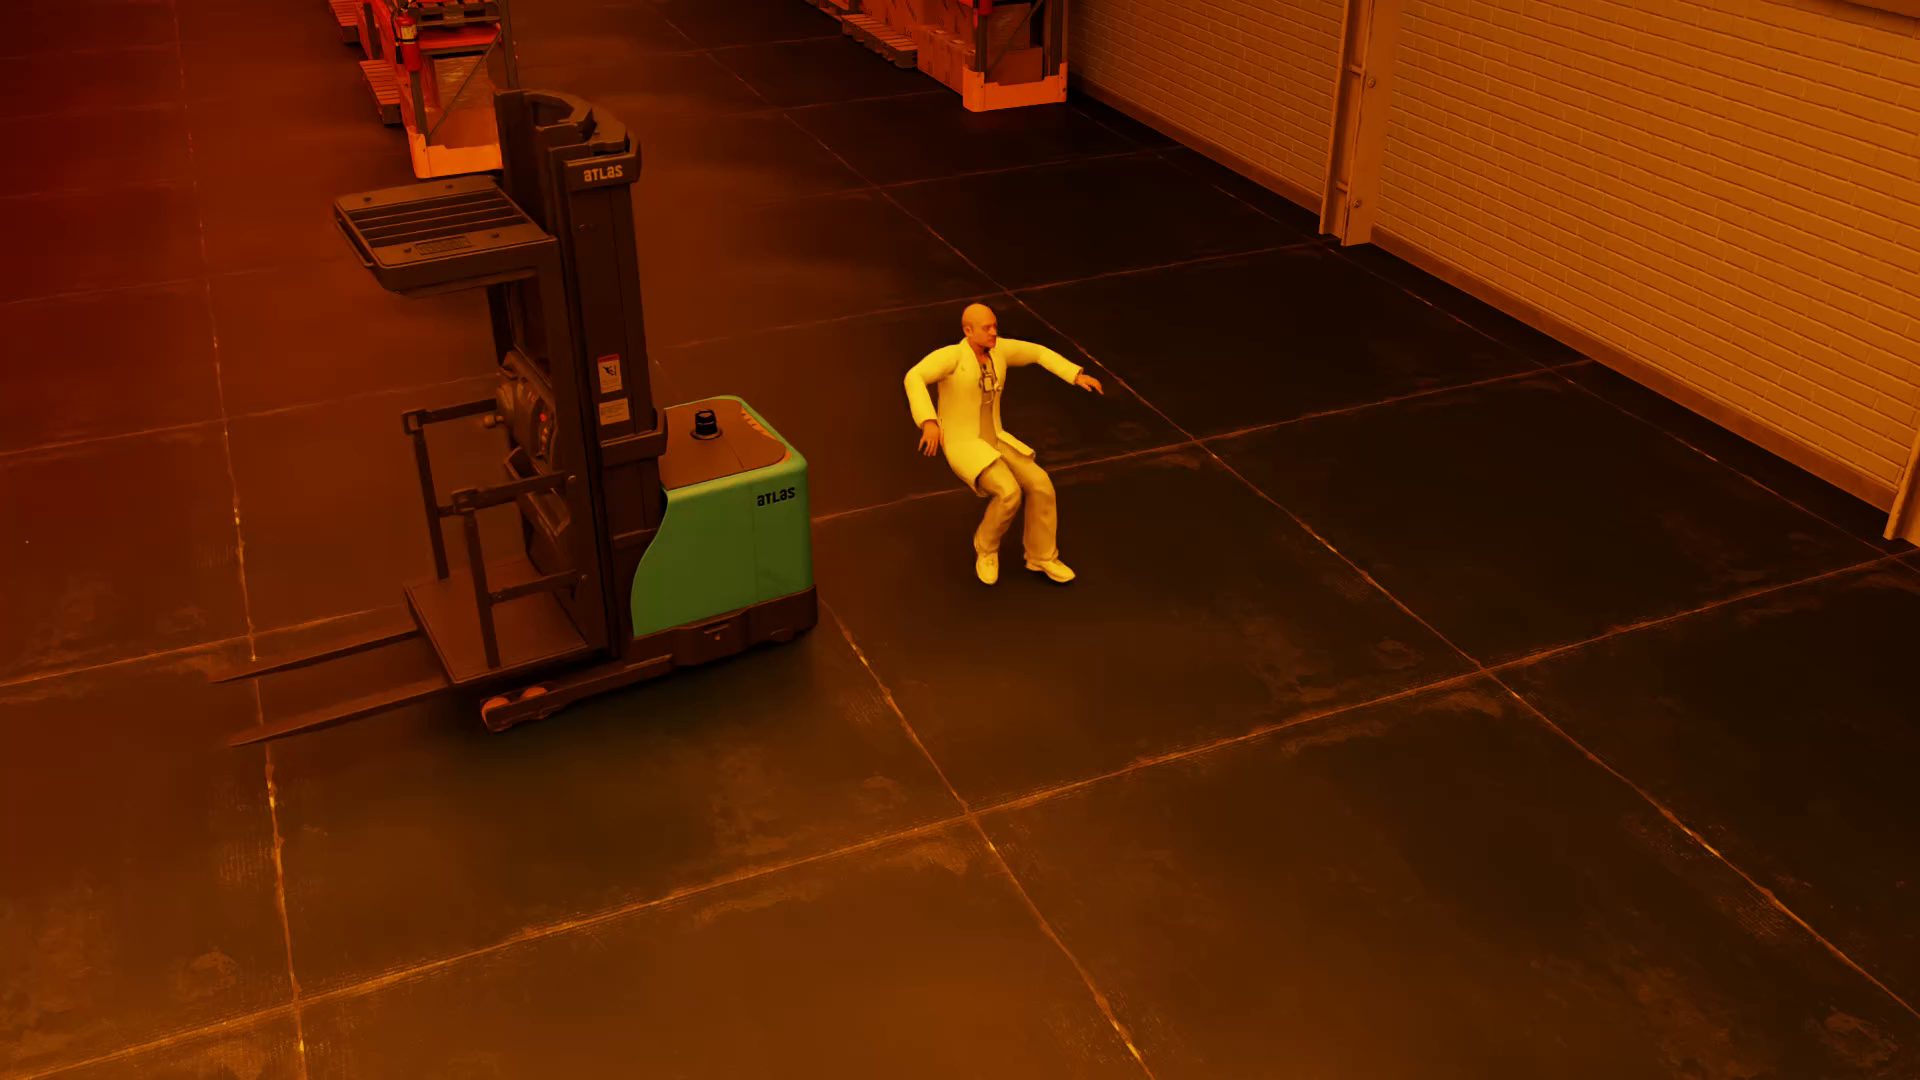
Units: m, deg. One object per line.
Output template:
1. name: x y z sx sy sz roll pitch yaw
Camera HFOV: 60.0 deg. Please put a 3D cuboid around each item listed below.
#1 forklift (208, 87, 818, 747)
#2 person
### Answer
1. forklift: -2.321 -0.610 8.186 3.031 2.935 1.130 -16 33 -25
2. person: 0.272 -0.512 9.425 0.894 1.532 1.198 23 37 35
